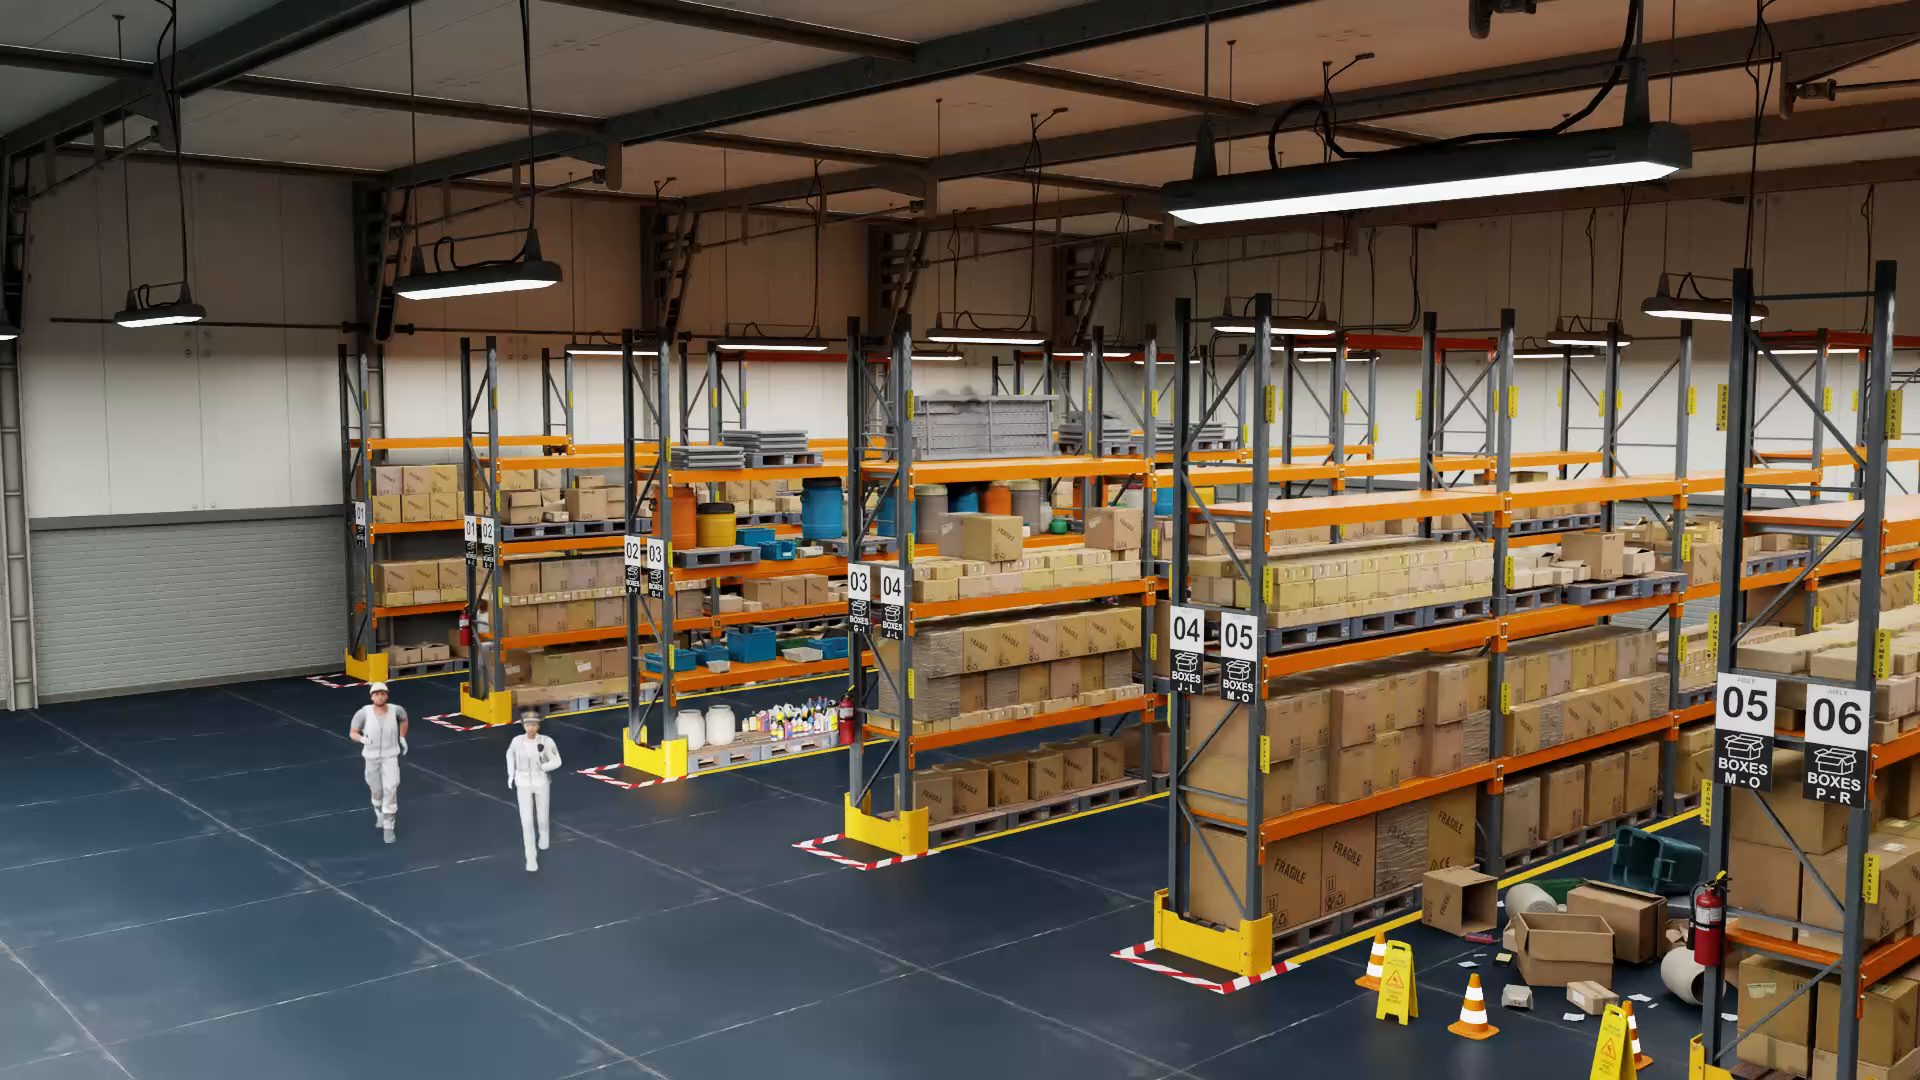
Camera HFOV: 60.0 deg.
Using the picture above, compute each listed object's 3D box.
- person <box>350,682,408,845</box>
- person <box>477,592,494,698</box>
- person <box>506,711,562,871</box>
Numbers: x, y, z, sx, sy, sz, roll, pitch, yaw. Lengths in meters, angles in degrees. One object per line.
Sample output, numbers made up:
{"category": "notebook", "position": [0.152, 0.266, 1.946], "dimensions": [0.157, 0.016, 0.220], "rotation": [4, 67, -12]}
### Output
{"category": "person", "position": [-6.726, 2.538, 19.273], "dimensions": [0.636, 1.816, 0.870], "rotation": [-2, 5, -17]}
{"category": "person", "position": [-7.928, 1.782, 27.719], "dimensions": [0.646, 1.834, 0.765], "rotation": [5, 7, 42]}
{"category": "person", "position": [-4.649, 2.676, 18.153], "dimensions": [0.612, 1.677, 0.920], "rotation": [-1, 5, -9]}
